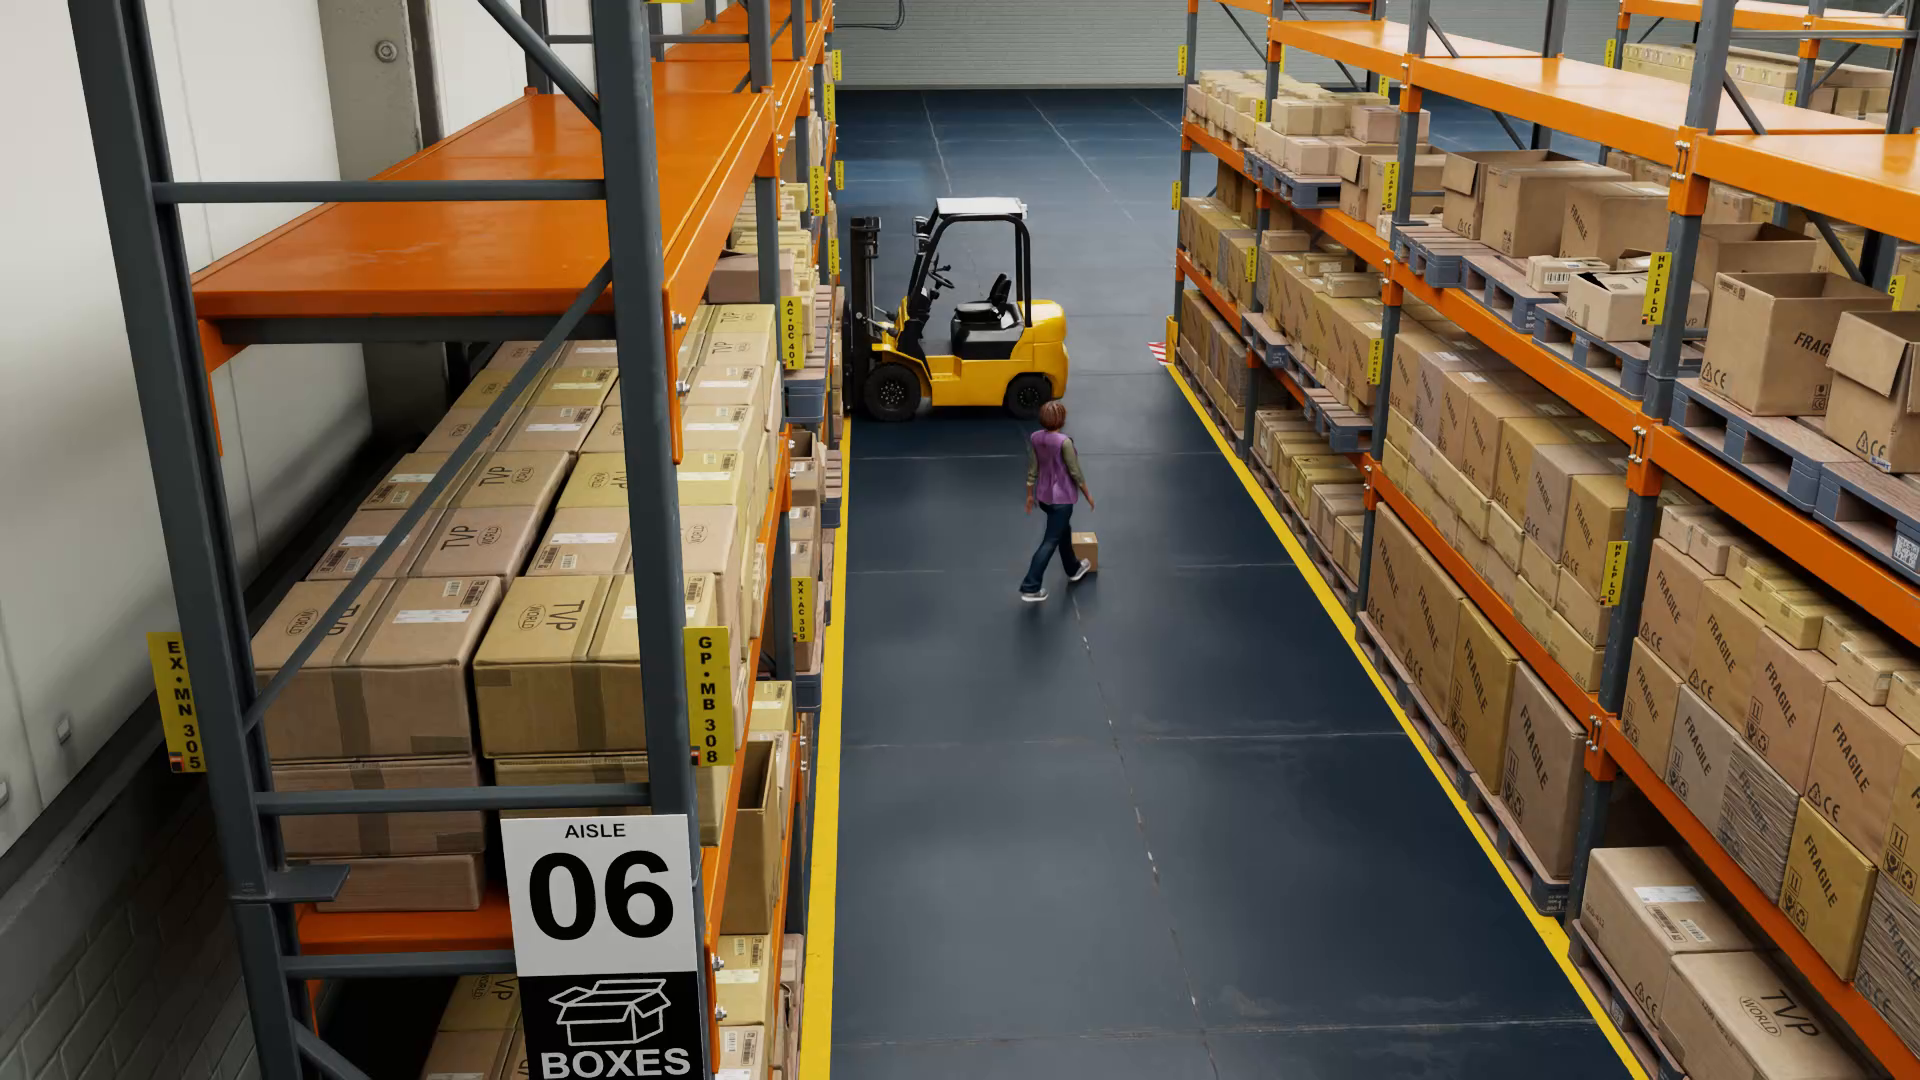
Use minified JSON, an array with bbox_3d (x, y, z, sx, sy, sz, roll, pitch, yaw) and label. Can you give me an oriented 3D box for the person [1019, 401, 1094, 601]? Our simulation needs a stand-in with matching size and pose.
[{"bbox_3d":[0.780,-0.333,12.768,0.917,1.545,0.442,-17,27,-38],"label":"person"}]
